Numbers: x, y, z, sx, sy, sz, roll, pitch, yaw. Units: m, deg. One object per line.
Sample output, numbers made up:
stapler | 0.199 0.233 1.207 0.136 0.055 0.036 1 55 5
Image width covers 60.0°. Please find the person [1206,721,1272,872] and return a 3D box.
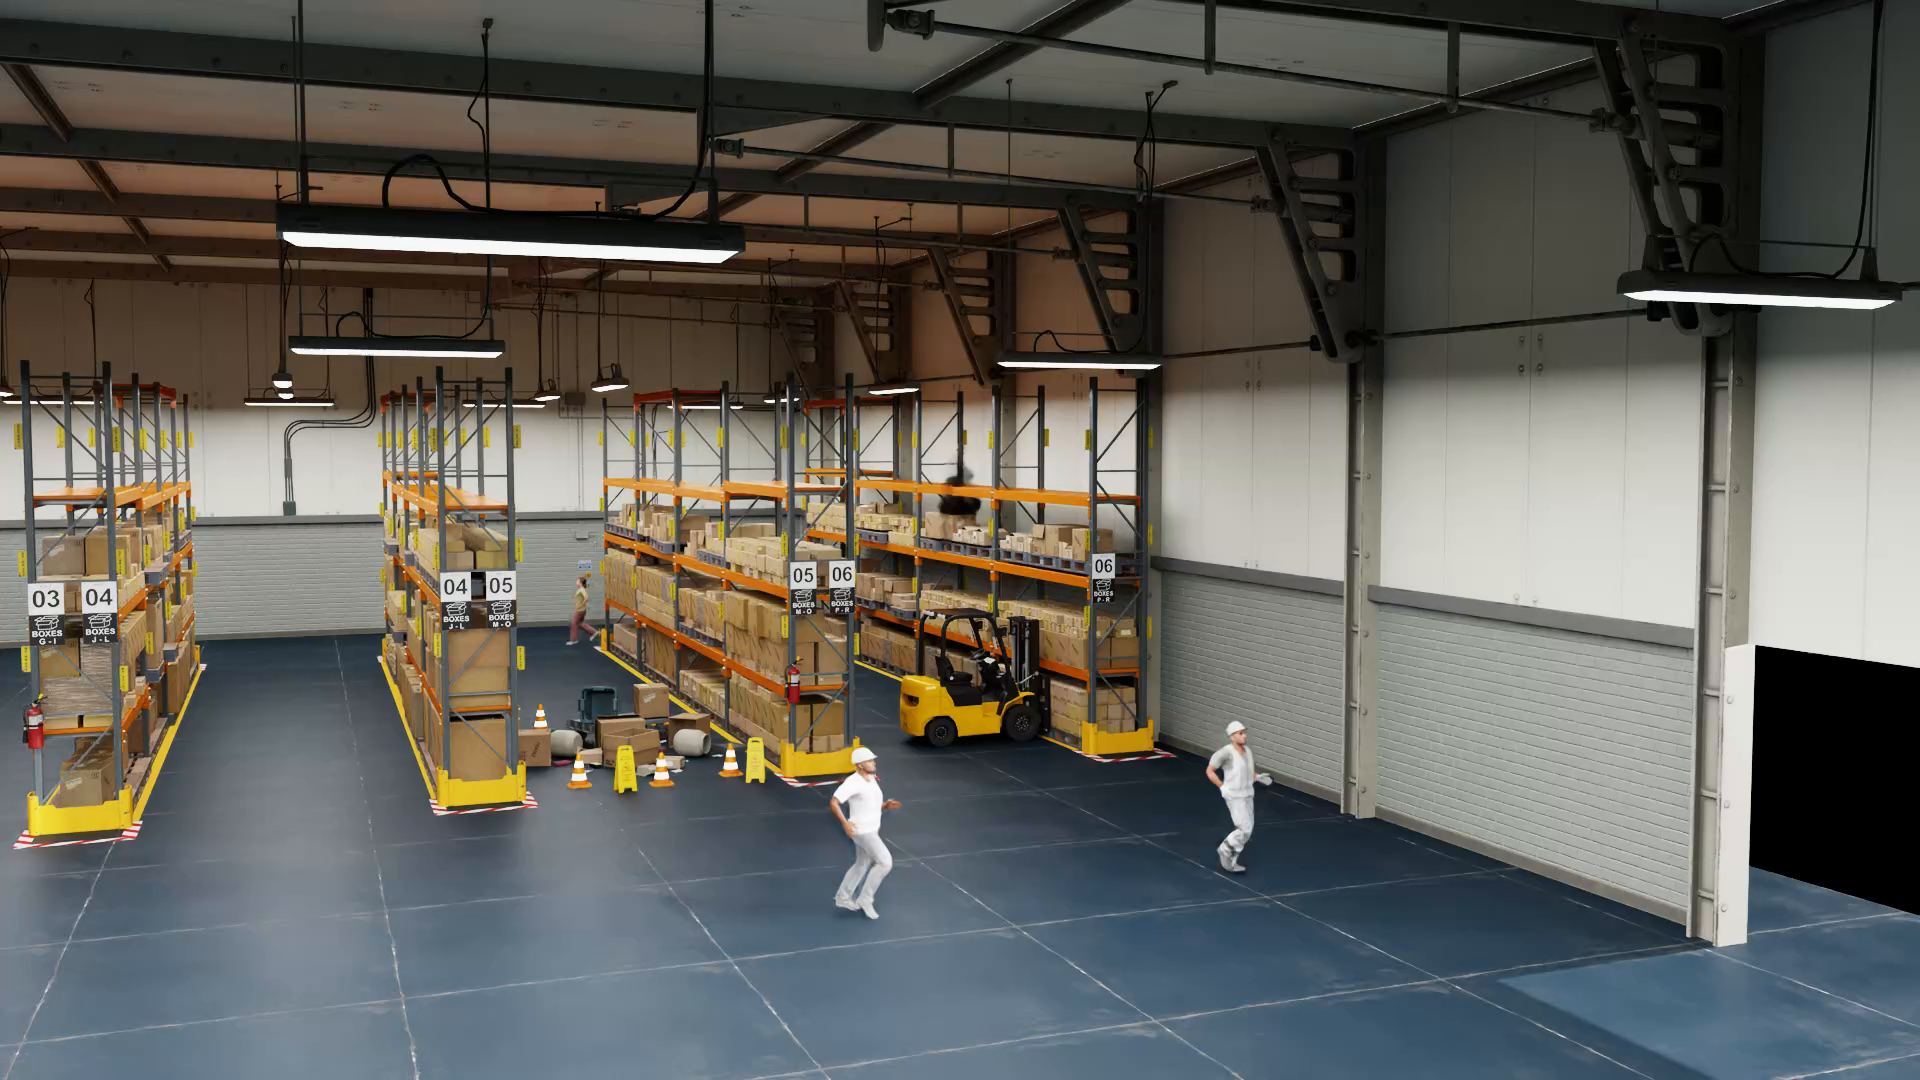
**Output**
person | 3.253 2.964 19.122 0.619 1.742 0.584 -3 5 -43

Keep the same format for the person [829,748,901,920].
person | -0.981 3.074 17.448 0.725 1.796 0.671 1 3 10

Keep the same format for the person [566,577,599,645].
person | -9.246 1.735 40.675 0.796 1.672 0.602 -1 4 -12
